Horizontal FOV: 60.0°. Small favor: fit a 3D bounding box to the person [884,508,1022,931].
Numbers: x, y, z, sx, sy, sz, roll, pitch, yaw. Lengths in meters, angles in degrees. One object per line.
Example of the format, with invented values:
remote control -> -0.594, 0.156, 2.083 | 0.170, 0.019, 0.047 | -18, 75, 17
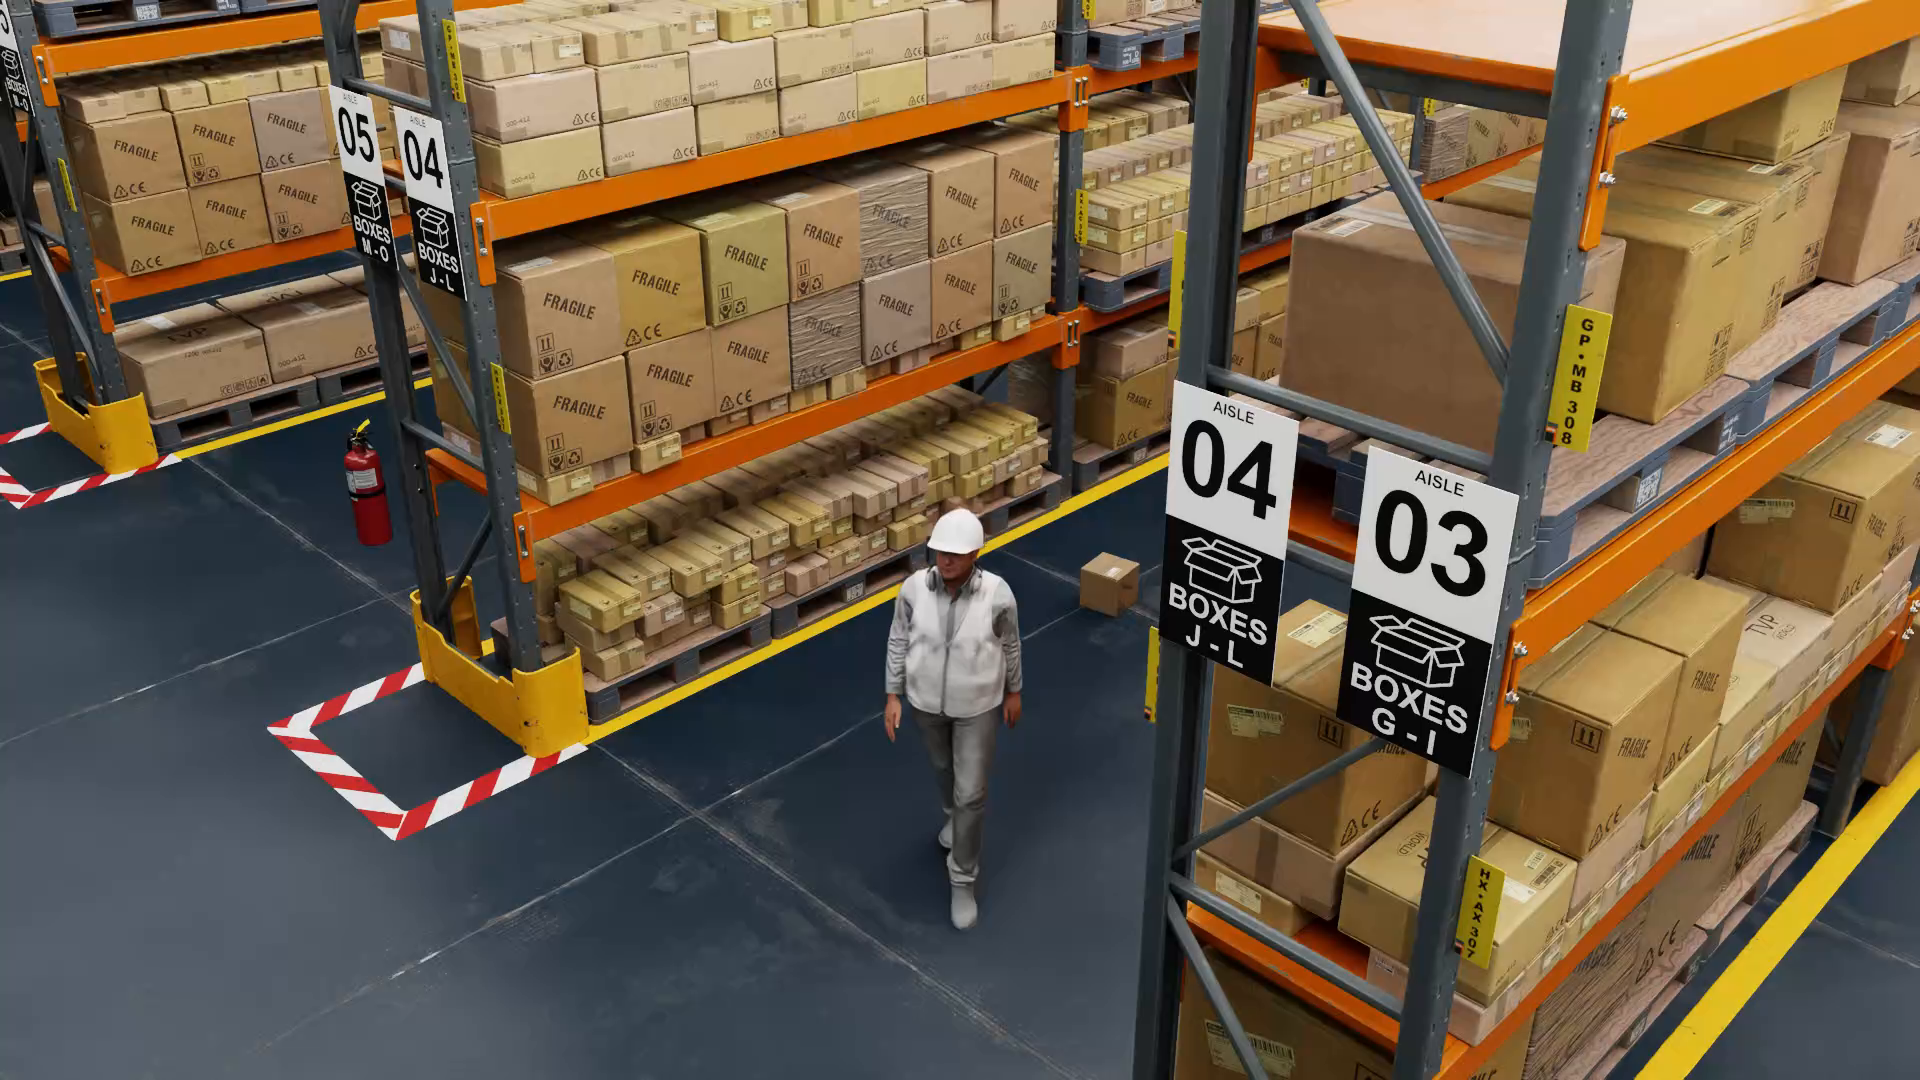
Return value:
person -> -0.050, 0.729, 7.210 | 0.570, 1.799, 0.790 | 7, 28, 13
